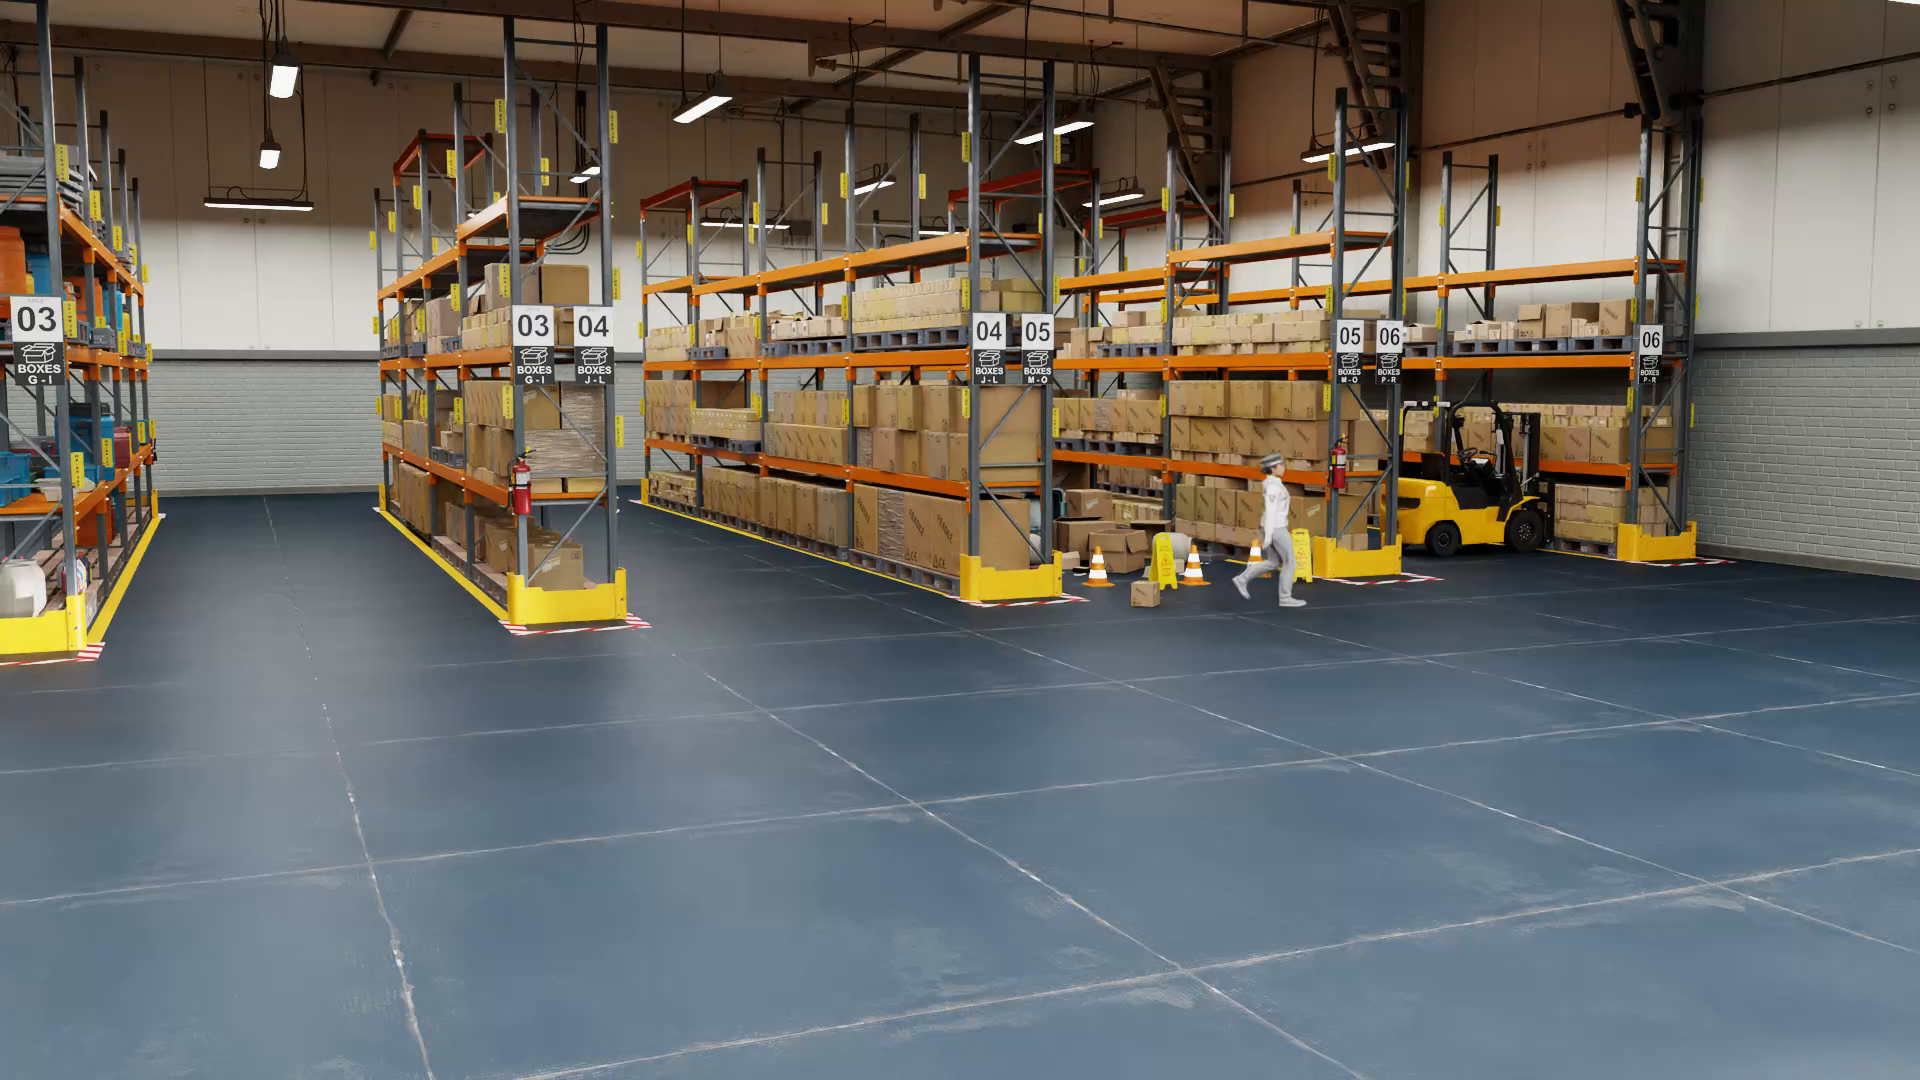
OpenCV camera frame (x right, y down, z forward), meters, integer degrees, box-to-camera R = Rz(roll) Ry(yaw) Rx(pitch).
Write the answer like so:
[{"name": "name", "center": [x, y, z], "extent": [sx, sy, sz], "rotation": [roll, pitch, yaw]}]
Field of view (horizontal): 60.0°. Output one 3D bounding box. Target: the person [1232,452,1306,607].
[{"name": "person", "center": [3.335, -0.117, 17.879], "extent": [0.770, 1.655, 0.486], "rotation": [0, 5, 0]}]
